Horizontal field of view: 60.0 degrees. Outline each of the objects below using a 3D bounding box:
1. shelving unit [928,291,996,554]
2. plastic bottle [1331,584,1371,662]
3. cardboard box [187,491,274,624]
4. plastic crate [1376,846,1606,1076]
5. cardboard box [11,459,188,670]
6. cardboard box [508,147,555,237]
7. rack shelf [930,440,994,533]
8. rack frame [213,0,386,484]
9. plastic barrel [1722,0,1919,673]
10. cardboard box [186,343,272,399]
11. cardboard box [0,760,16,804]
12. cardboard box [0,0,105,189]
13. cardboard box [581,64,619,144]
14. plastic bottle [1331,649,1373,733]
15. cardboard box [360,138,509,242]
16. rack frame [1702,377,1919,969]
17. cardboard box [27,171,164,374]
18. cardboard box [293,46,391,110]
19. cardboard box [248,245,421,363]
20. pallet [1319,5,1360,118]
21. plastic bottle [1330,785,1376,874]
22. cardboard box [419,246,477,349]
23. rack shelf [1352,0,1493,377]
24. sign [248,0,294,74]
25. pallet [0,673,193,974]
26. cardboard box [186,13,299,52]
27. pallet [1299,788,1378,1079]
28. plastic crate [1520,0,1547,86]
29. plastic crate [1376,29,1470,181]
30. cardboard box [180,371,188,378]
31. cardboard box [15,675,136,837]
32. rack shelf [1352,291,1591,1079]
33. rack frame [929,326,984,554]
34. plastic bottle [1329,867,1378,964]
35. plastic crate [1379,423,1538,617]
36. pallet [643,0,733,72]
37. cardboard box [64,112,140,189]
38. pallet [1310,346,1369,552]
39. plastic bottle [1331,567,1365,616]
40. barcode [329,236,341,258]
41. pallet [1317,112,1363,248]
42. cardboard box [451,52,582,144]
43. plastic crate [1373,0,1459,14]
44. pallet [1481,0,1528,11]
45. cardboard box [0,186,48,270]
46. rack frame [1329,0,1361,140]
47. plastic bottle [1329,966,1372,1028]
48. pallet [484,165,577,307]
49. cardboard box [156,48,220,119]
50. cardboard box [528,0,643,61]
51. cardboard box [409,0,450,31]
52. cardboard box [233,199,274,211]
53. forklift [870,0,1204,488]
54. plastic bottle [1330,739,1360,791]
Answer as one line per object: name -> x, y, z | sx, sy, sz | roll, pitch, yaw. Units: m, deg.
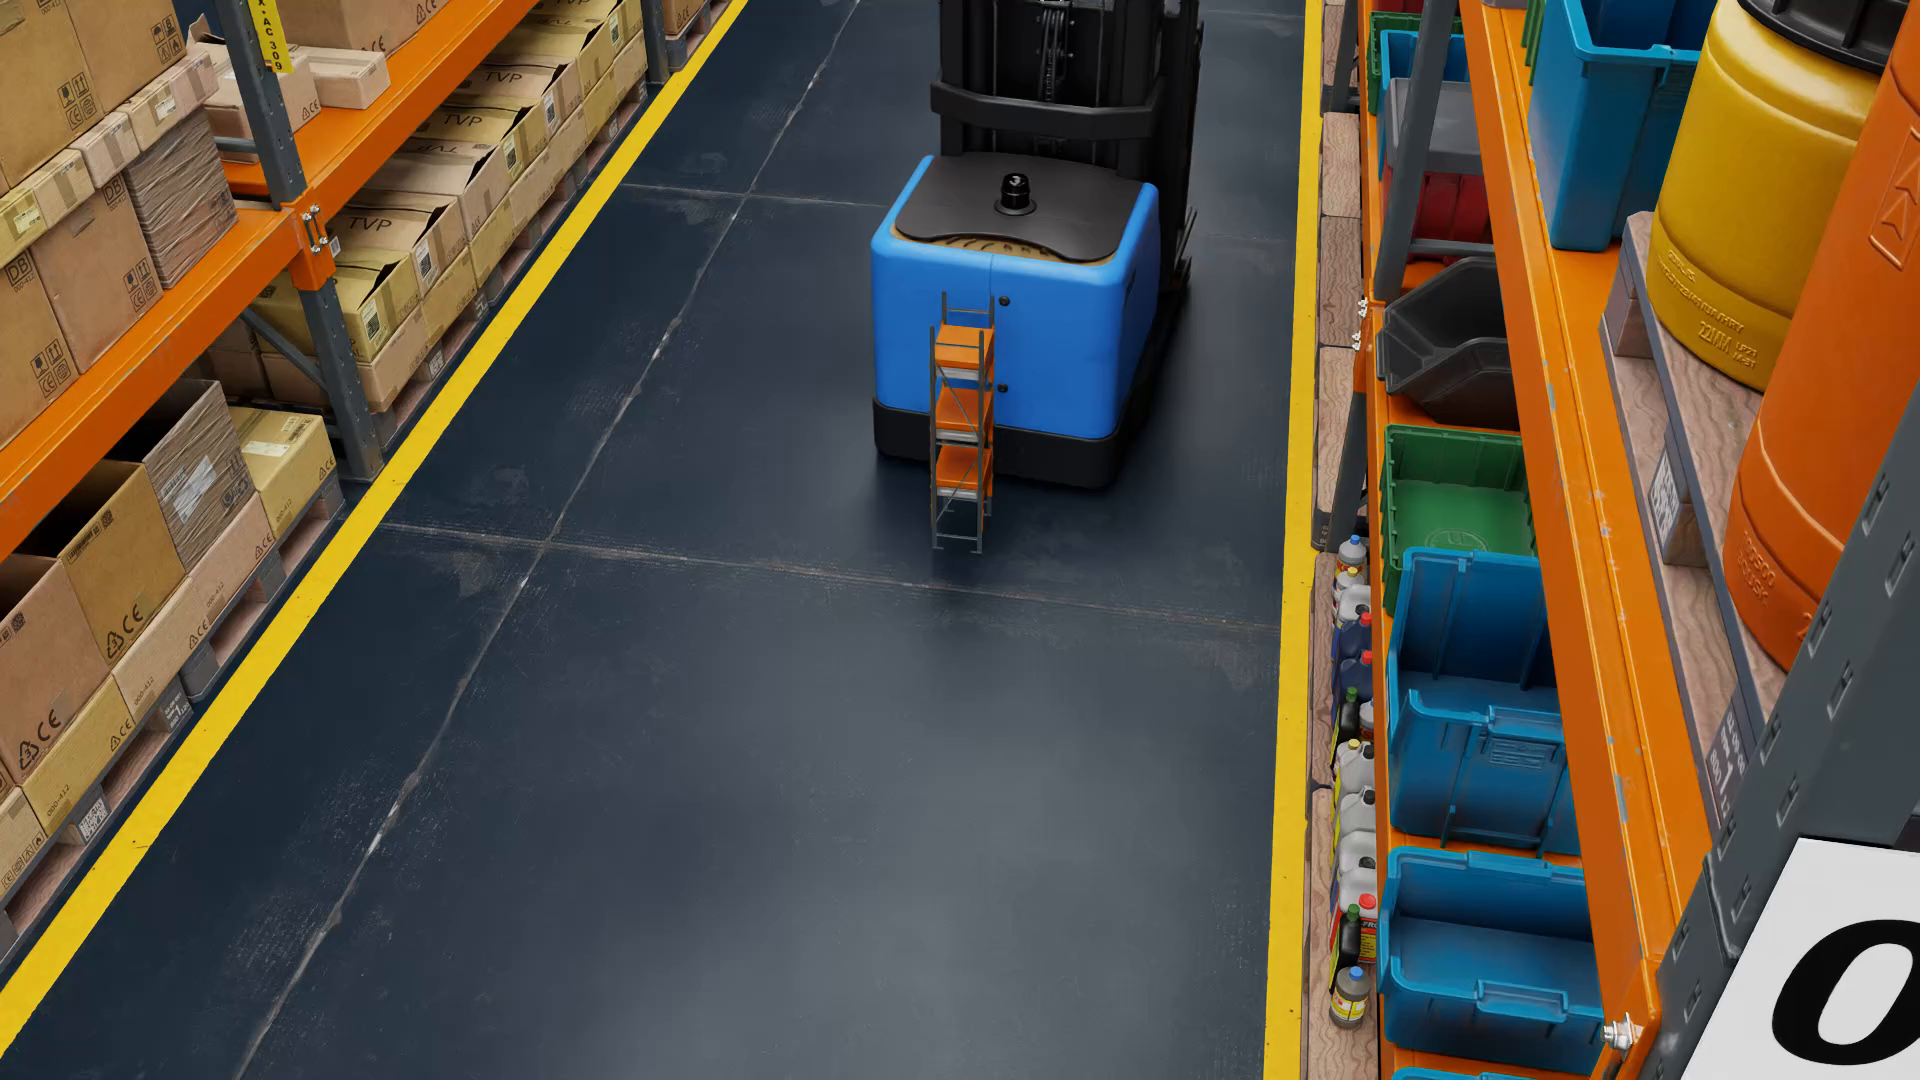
shelving unit -> 0.009, -0.438, 6.456 | 0.215, 1.050, 0.252 | 6, 40, 8
plastic bottle -> 1.396, 0.299, 5.826 | 0.152, 0.276, 0.135 | 8, 40, 9
cardboard box -> -2.928, 0.039, 6.178 | 0.500, 0.250, 0.500 | 6, 40, 8
plastic crate -> 1.129, 0.875, 3.454 | 0.499, 0.251, 0.408 | 6, 40, 8
cardboard box -> -3.012, 0.064, 5.559 | 0.500, 0.500, 0.500 | 6, 40, 8
cardboard box -> -2.387, -1.780, 8.377 | 0.500, 0.250, 0.500 | 7, 40, 9
rack shelf -> 0.009, -0.216, 6.640 | 0.215, 0.259, 0.240 | 6, 40, 8
rack frame -> -2.966, -1.487, 6.195 | 1.000, 3.000, 0.127 | 6, 40, 8
plastic barrel -> 1.178, -0.231, 1.654 | 0.600, 0.830, 0.708 | 6, 40, 8
cardboard box -> -3.180, -0.881, 7.290 | 0.500, 0.250, 0.500 | 6, 40, 7
cardboard box -> -3.188, 0.691, 4.800 | 0.500, 0.500, 0.500 | 6, 40, 8
cardboard box -> -3.123, -1.429, 5.028 | 0.700, 0.500, 0.500 | 6, 40, 8
cardboard box -> -2.211, -2.419, 9.150 | 0.500, 0.250, 0.500 | 6, 40, 7
plastic bottle -> 1.330, 0.492, 5.534 | 0.144, 0.351, 0.185 | 5, 40, 6
cardboard box -> -2.469, -1.676, 7.811 | 0.500, 0.311, 0.500 | 5, 40, 6
rack frame -> 1.219, -0.740, 0.583 | 1.000, 3.000, 0.127 | 6, 40, 8
cardboard box -> -3.122, -0.915, 5.424 | 0.700, 0.500, 0.500 | 6, 40, 7
cardboard box -> -2.612, -1.924, 6.920 | 0.380, 0.149, 0.250 | 6, 40, 8
cardboard box -> -2.650, -1.037, 7.039 | 0.500, 0.311, 0.500 | 7, 40, 8
pallet -> 2.699, -2.874, 10.060 | 1.003, 0.211, 1.213 | 6, 40, 8
plastic bottle -> 1.225, 0.876, 5.071 | 0.144, 0.351, 0.185 | 8, 40, 10
cardboard box -> -2.563, -1.136, 7.598 | 0.500, 0.250, 0.500 | 7, 40, 9
rack shelf -> 2.258, -1.917, 7.279 | 1.077, 0.370, 4.000 | 6, 40, 8
sign -> -2.420, -1.791, 5.821 | 0.100, 0.325, 0.005 | 6, 40, 8
pallet -> -3.354, 0.850, 5.556 | 1.003, 0.211, 1.213 | 6, 40, 8
cardboard box -> -2.995, -2.007, 6.929 | 0.396, 0.266, 0.258 | 5, 40, 7
pallet -> 1.545, 1.321, 4.987 | 1.003, 0.211, 1.213 | 6, 40, 8
plastic crate -> 1.370, -1.053, 3.482 | 0.336, 0.188, 0.450 | 6, 40, 8
plastic crate -> 1.796, -1.659, 6.415 | 0.392, 0.384, 0.575 | 6, 40, 8
cardboard box -> -3.355, -0.622, 6.388 | 0.500, 0.500, 0.500 | 6, 40, 8
cardboard box -> -3.086, 0.668, 5.416 | 0.500, 0.250, 0.500 | 6, 40, 8
rack shelf -> 1.565, 0.594, 4.242 | 1.077, 0.370, 4.000 | 6, 40, 8
rack frame -> -0.012, -0.362, 6.363 | 0.200, 1.050, 0.008 | 6, 40, 8
plastic bottle -> 1.176, 1.096, 4.863 | 0.152, 0.276, 0.135 | 7, 40, 8
plastic crate -> 1.399, -0.036, 4.606 | 0.450, 0.188, 0.662 | 6, 40, 8
pallet -> -2.108, -3.387, 10.681 | 1.003, 0.211, 1.213 | 6, 40, 8
cardboard box -> -2.890, -1.262, 5.335 | 0.380, 0.149, 0.250 | 5, 40, 6
pallet -> 2.009, -0.361, 7.021 | 1.003, 0.211, 1.213 | 6, 40, 8
plastic bottle -> 1.407, 0.186, 6.022 | 0.097, 0.201, 0.097 | 0, 40, 0
barcode -> -2.512, -1.178, 6.683 | 0.001, 0.075, 0.075 | 6, 40, 8
pallet -> 2.431, -1.892, 8.873 | 1.003, 0.211, 1.213 | 6, 40, 8
cardboard box -> -2.296, -2.316, 8.586 | 0.500, 0.311, 0.500 | 6, 40, 7
plastic crate -> 2.023, -2.493, 7.361 | 0.402, 0.464, 0.583 | 6, 40, 8
pallet -> 1.883, -1.558, 4.075 | 1.213, 0.211, 1.003 | 6, 40, 8
cardboard box -> -2.980, -0.943, 4.949 | 0.380, 0.149, 0.250 | 6, 40, 7
rack frame -> 2.604, -3.449, 8.567 | 1.000, 3.000, 0.127 | 6, 40, 8
plastic bottle -> 1.105, 1.280, 4.699 | 0.097, 0.201, 0.097 | 0, 40, 0
pallet -> -2.669, -1.647, 8.576 | 1.003, 0.211, 1.213 | 6, 40, 8
cardboard box -> -2.803, -1.581, 5.721 | 0.380, 0.149, 0.250 | 6, 40, 8
cardboard box -> -2.122, -2.960, 9.364 | 0.500, 0.311, 0.500 | 7, 40, 9
cardboard box -> -2.640, -2.651, 7.524 | 0.500, 0.500, 0.500 | 6, 40, 8
cardboard box -> -3.095, -1.418, 7.500 | 0.500, 0.311, 0.500 | 7, 40, 9
forklift -> 0.517, -2.293, 7.223 | 1.130, 2.935, 3.031 | 10, 41, 12
plastic bottle -> 1.258, 0.725, 5.370 | 0.097, 0.201, 0.097 | 0, 40, 0
